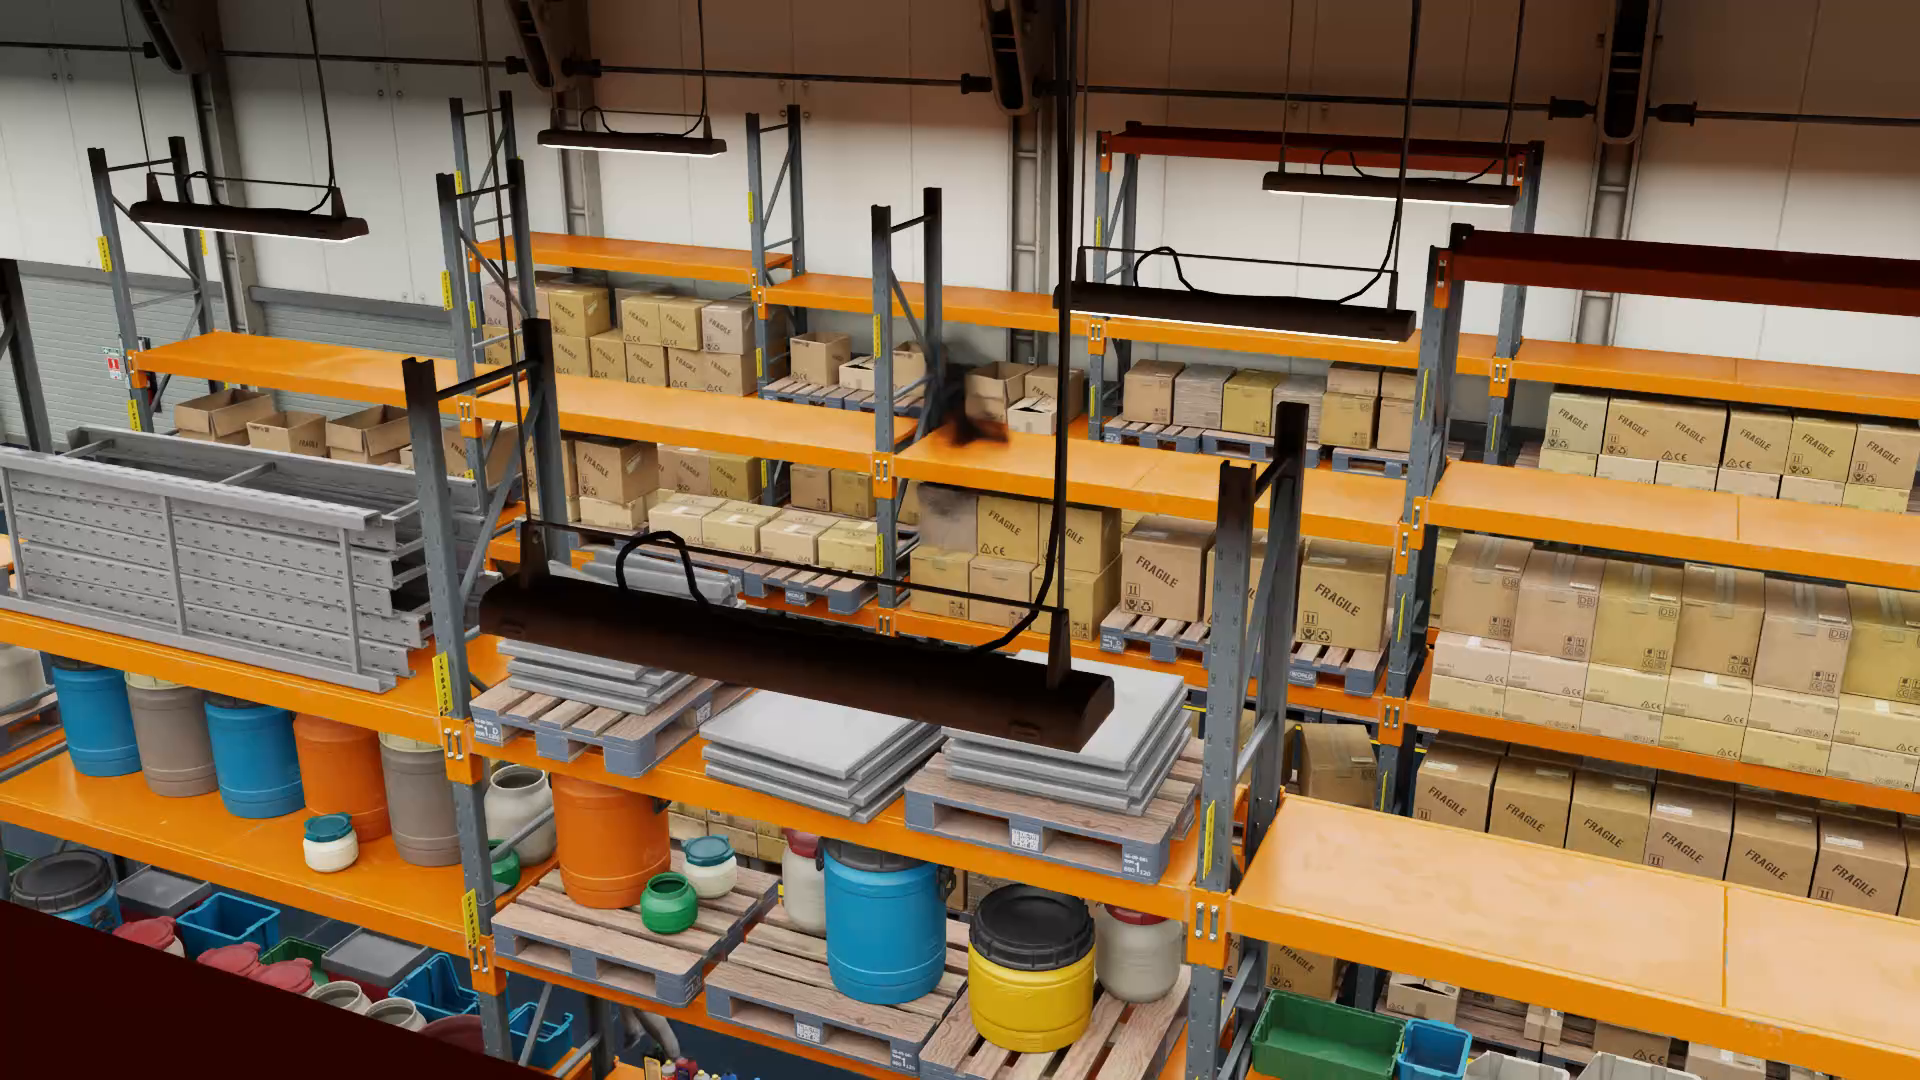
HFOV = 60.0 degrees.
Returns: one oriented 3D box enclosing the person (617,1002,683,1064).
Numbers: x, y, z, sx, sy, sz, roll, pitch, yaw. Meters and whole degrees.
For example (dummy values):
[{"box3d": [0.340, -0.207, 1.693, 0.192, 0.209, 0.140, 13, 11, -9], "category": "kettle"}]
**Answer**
[{"box3d": [-2.305, 2.944, 11.638, 0.789, 1.908, 0.638, 10, 23, 24], "category": "person"}]
